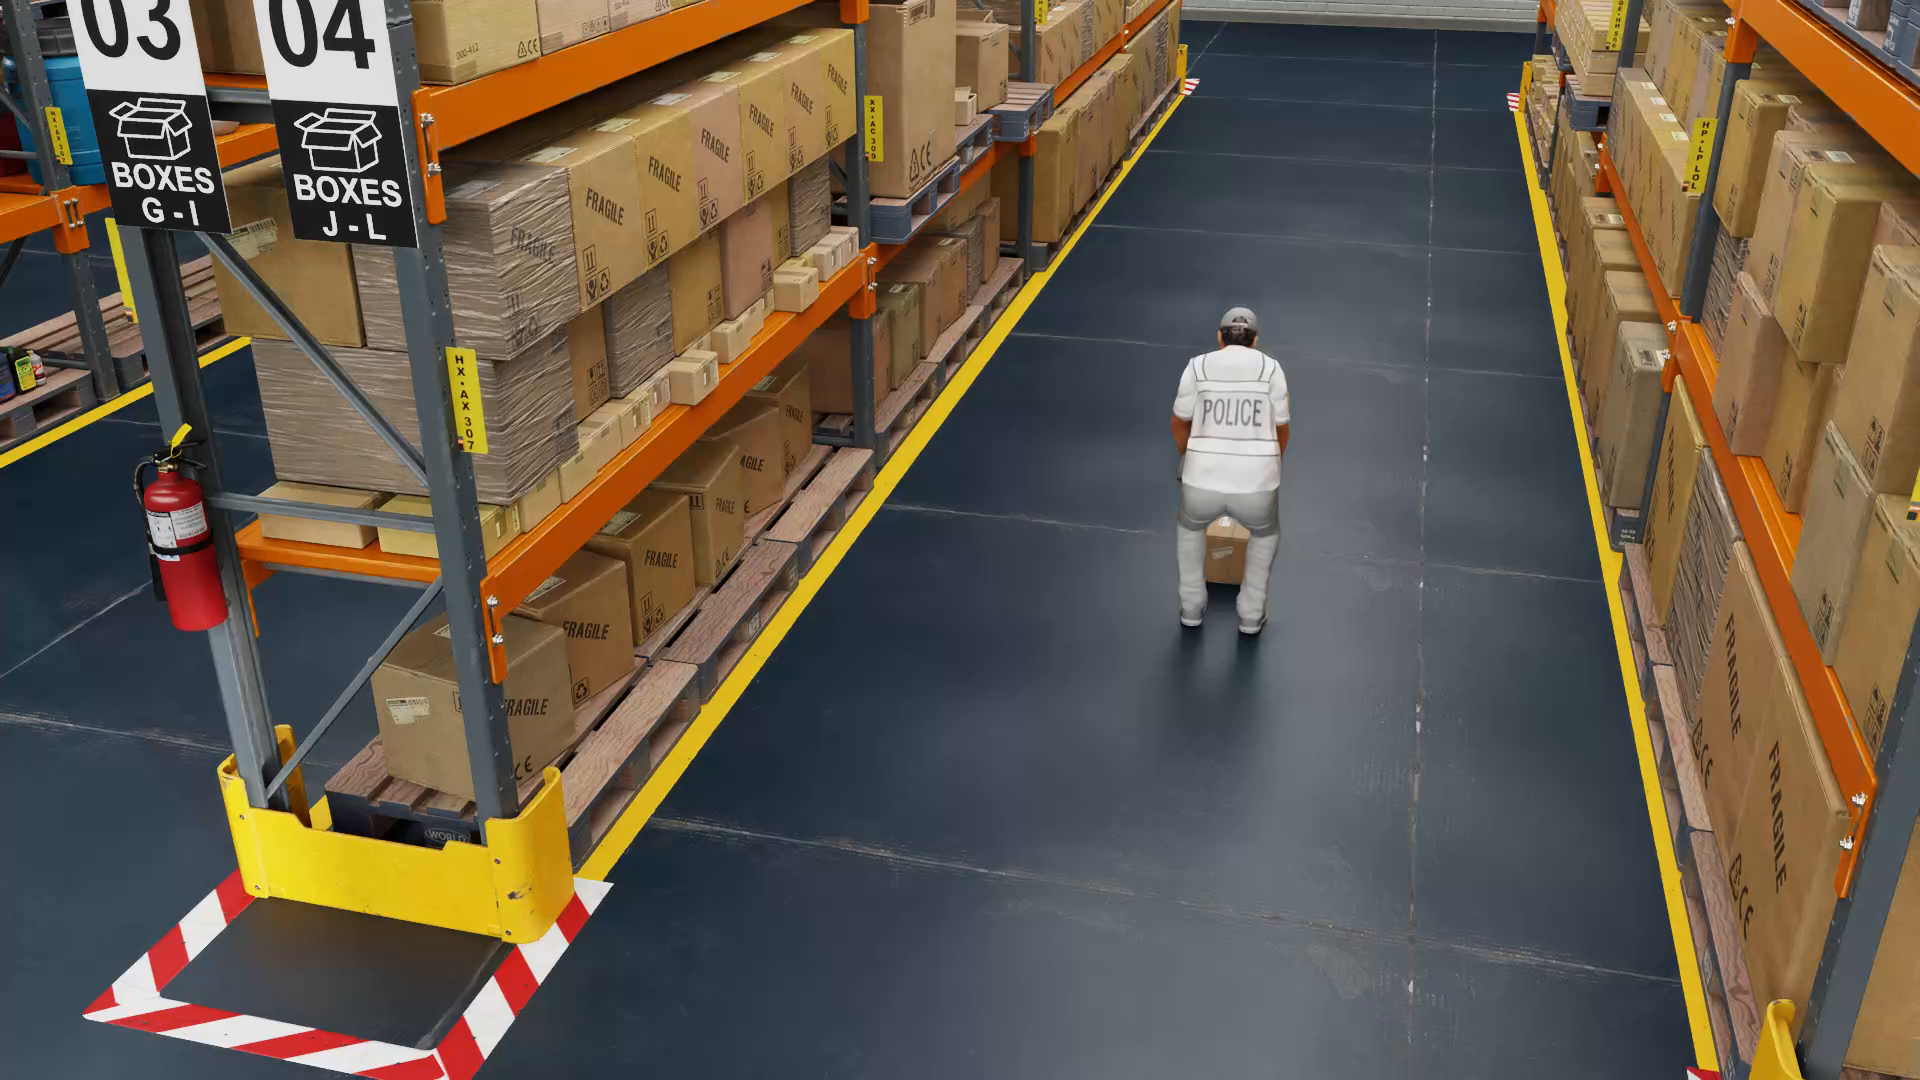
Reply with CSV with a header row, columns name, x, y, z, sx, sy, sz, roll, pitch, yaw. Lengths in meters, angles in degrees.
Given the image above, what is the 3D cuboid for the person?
name,x,y,z,sx,sy,sz,roll,pitch,yaw
person,1.190,-0.274,7.496,0.532,1.407,0.640,7,26,13
